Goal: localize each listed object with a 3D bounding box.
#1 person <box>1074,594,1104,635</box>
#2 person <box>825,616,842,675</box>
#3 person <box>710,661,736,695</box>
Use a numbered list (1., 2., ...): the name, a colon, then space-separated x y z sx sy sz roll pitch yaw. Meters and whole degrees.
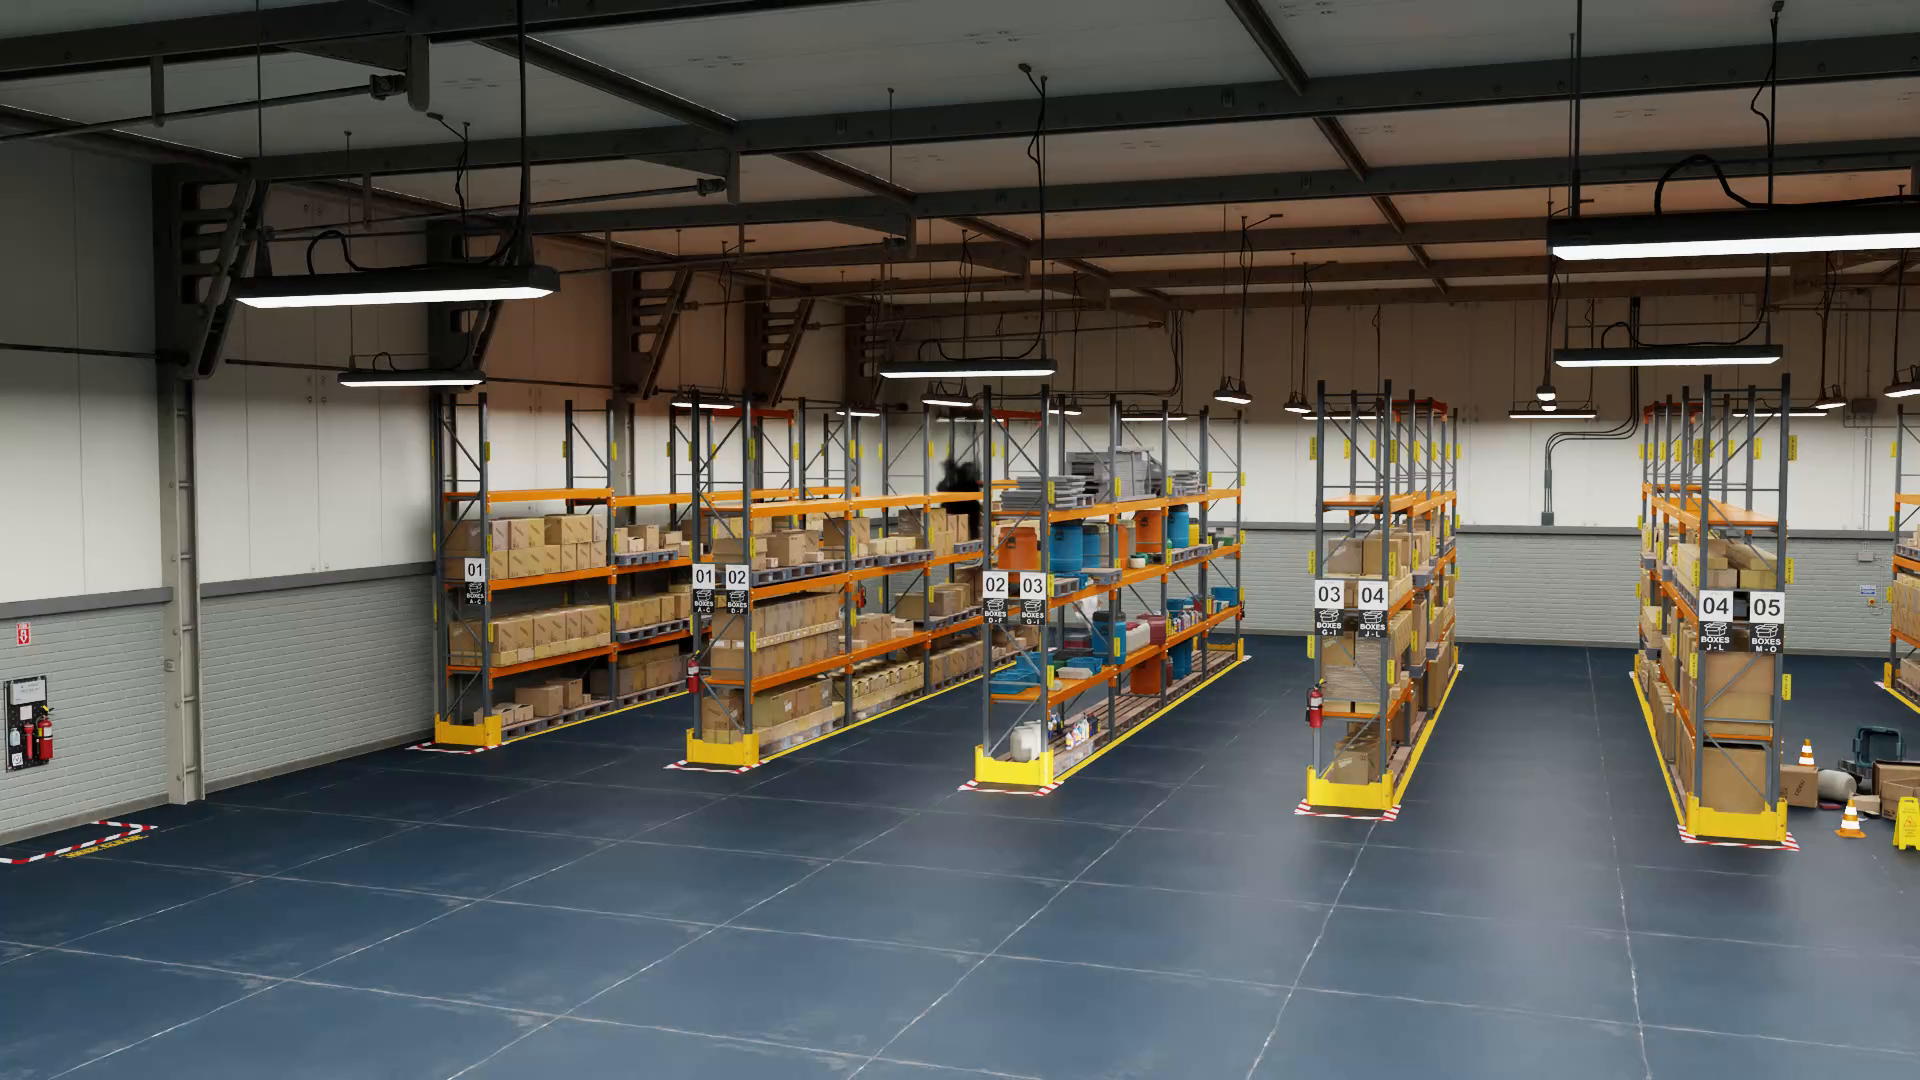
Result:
1. person: 3.239 1.929 41.223 0.733 1.791 0.782 -1 3 -15
2. person: -2.834 2.211 36.195 0.657 1.740 0.597 0 3 6
3. person: -4.199 2.561 29.768 0.640 1.687 0.636 1 3 16
